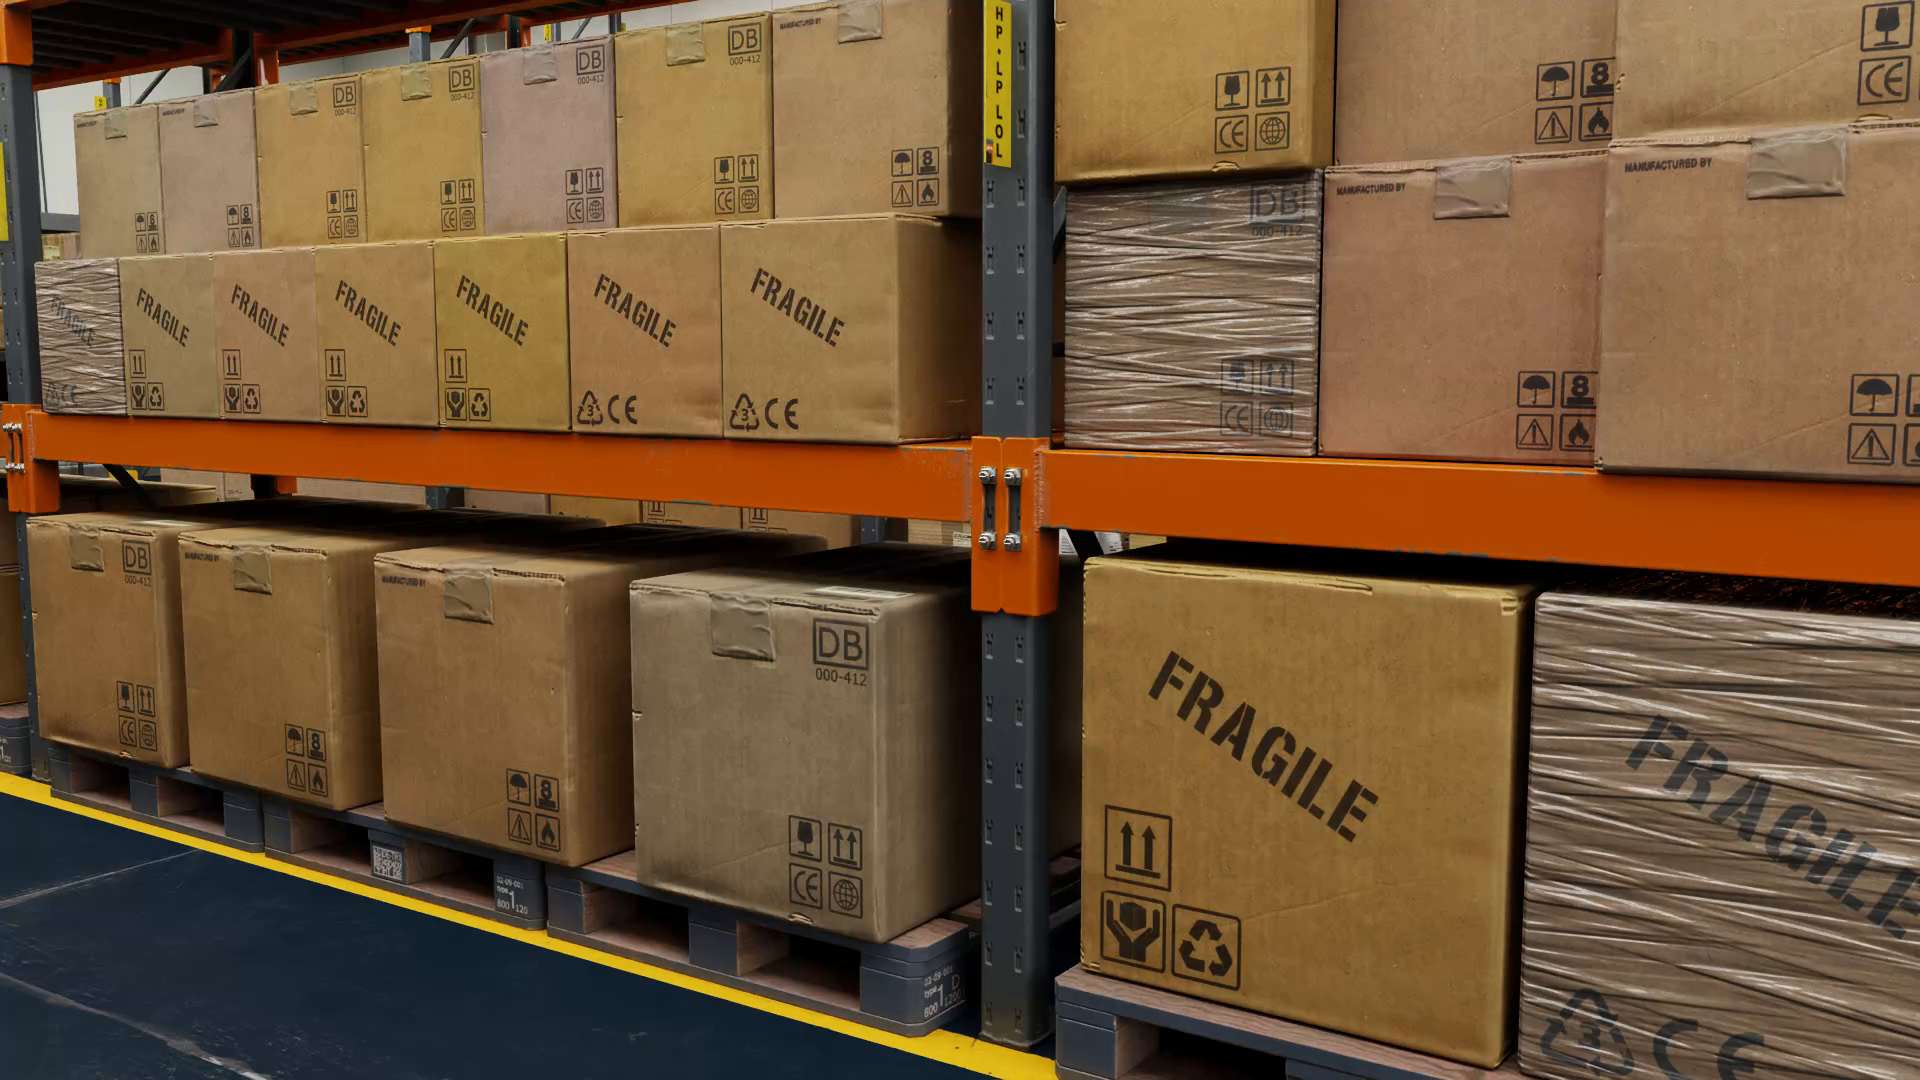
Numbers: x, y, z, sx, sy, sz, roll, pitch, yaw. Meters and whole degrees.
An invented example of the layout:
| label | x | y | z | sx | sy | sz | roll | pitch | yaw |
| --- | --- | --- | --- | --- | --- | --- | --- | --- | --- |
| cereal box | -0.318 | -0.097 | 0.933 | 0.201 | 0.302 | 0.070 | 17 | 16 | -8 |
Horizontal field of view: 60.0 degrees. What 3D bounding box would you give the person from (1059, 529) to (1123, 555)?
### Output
| label | x | y | z | sx | sy | sz | roll | pitch | yaw |
| --- | --- | --- | --- | --- | --- | --- | --- | --- | --- |
| person | 0.492 | 0.148 | 7.319 | 0.460 | 1.076 | 0.919 | 4 | 7 | 31 |
